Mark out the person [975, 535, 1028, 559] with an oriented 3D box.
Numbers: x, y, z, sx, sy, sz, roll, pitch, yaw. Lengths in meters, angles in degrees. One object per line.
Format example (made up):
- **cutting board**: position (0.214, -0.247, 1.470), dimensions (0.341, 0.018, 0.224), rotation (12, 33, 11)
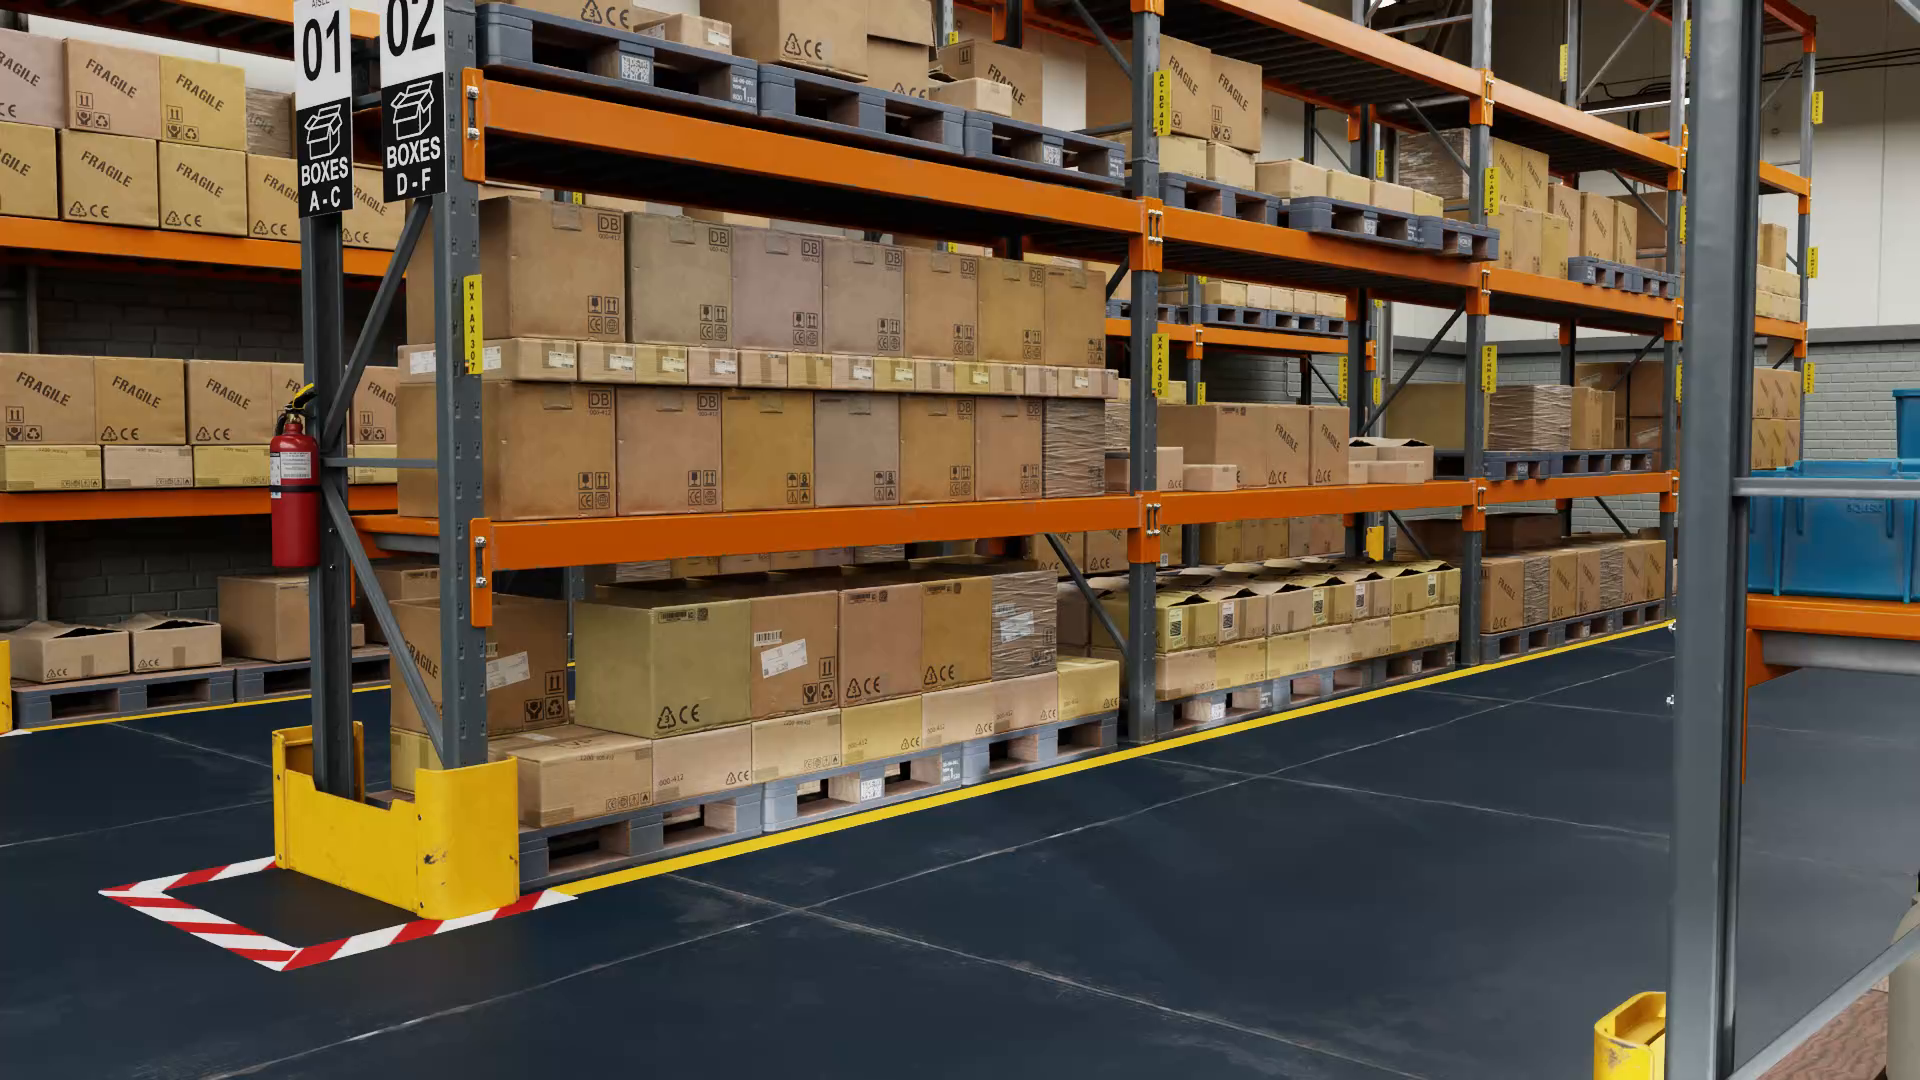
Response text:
- **person**: position (0.254, -0.095, 13.267), dimensions (0.554, 1.775, 0.537), rotation (3, 5, 40)
